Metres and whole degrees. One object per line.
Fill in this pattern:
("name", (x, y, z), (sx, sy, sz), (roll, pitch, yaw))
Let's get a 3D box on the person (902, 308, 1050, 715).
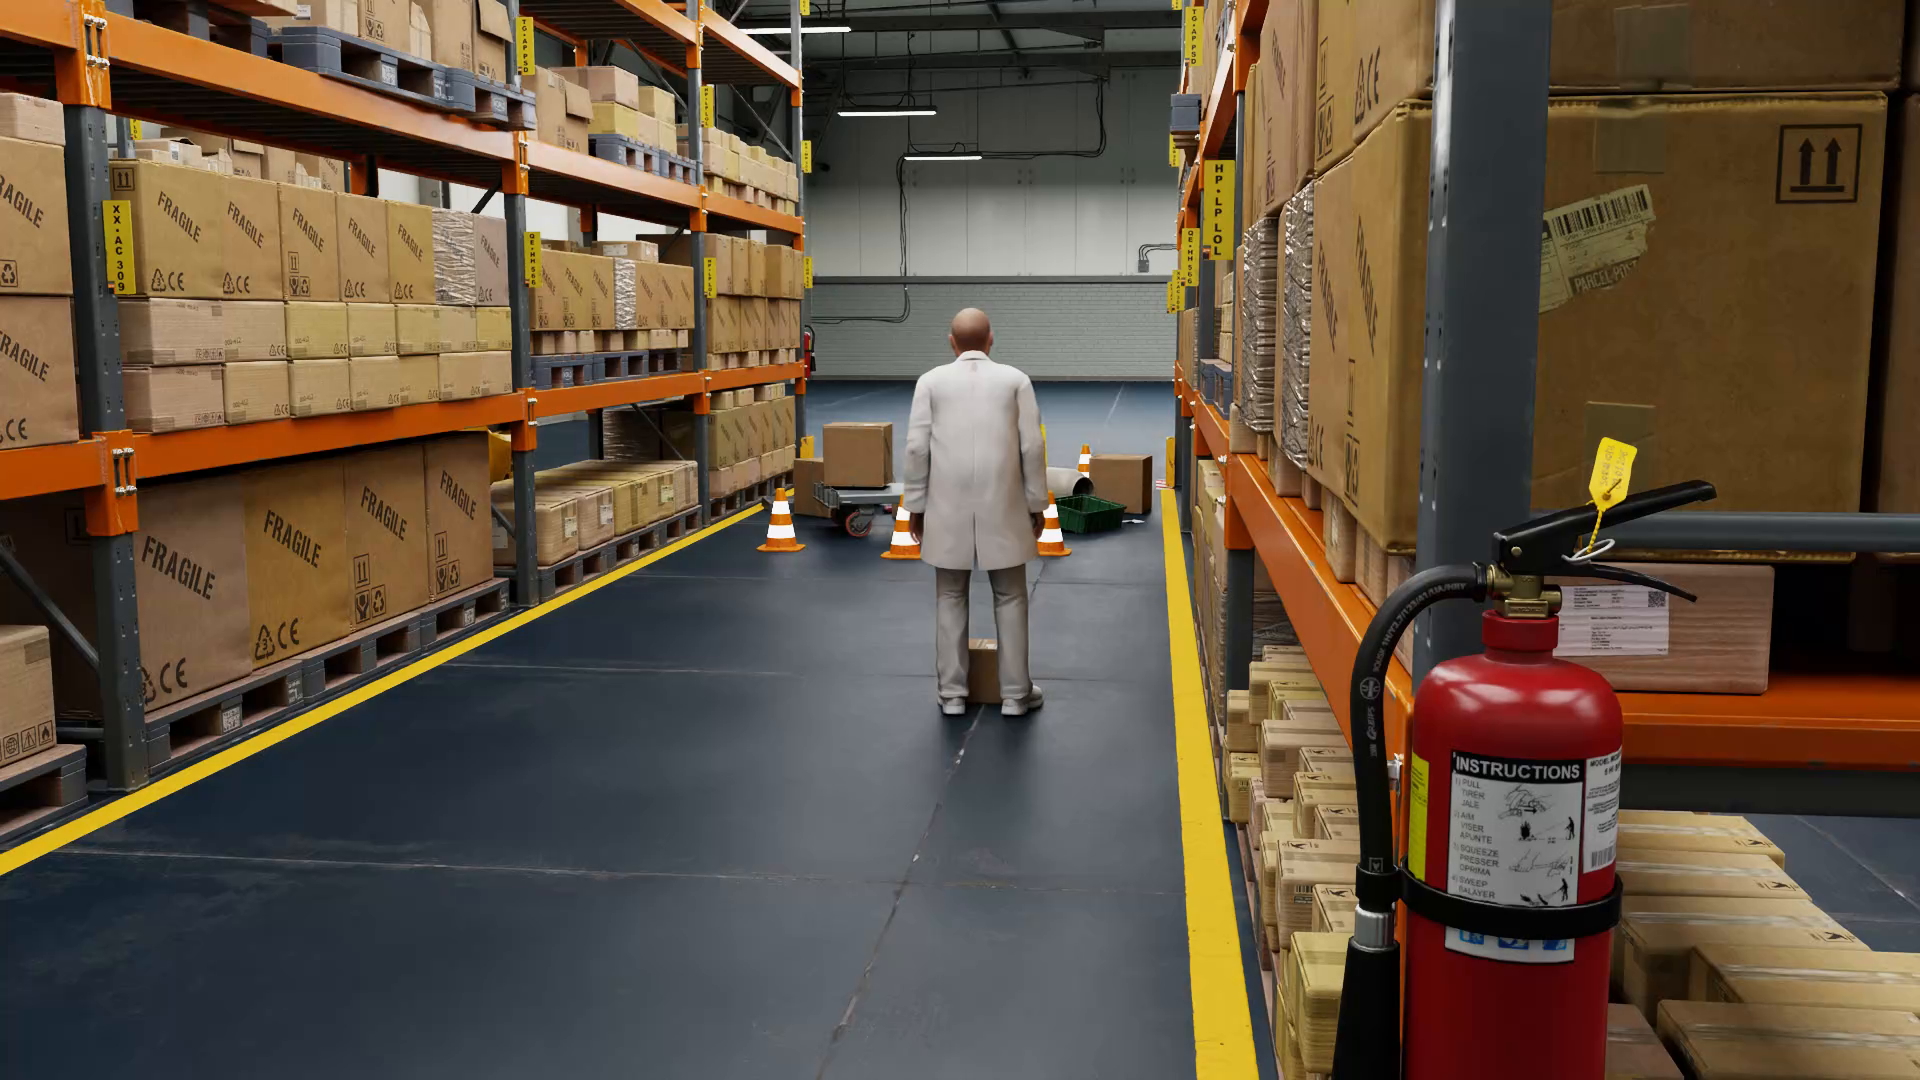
("person", (0.069, -0.124, 7.304), (0.648, 1.772, 0.429), (0, 7, 3))
